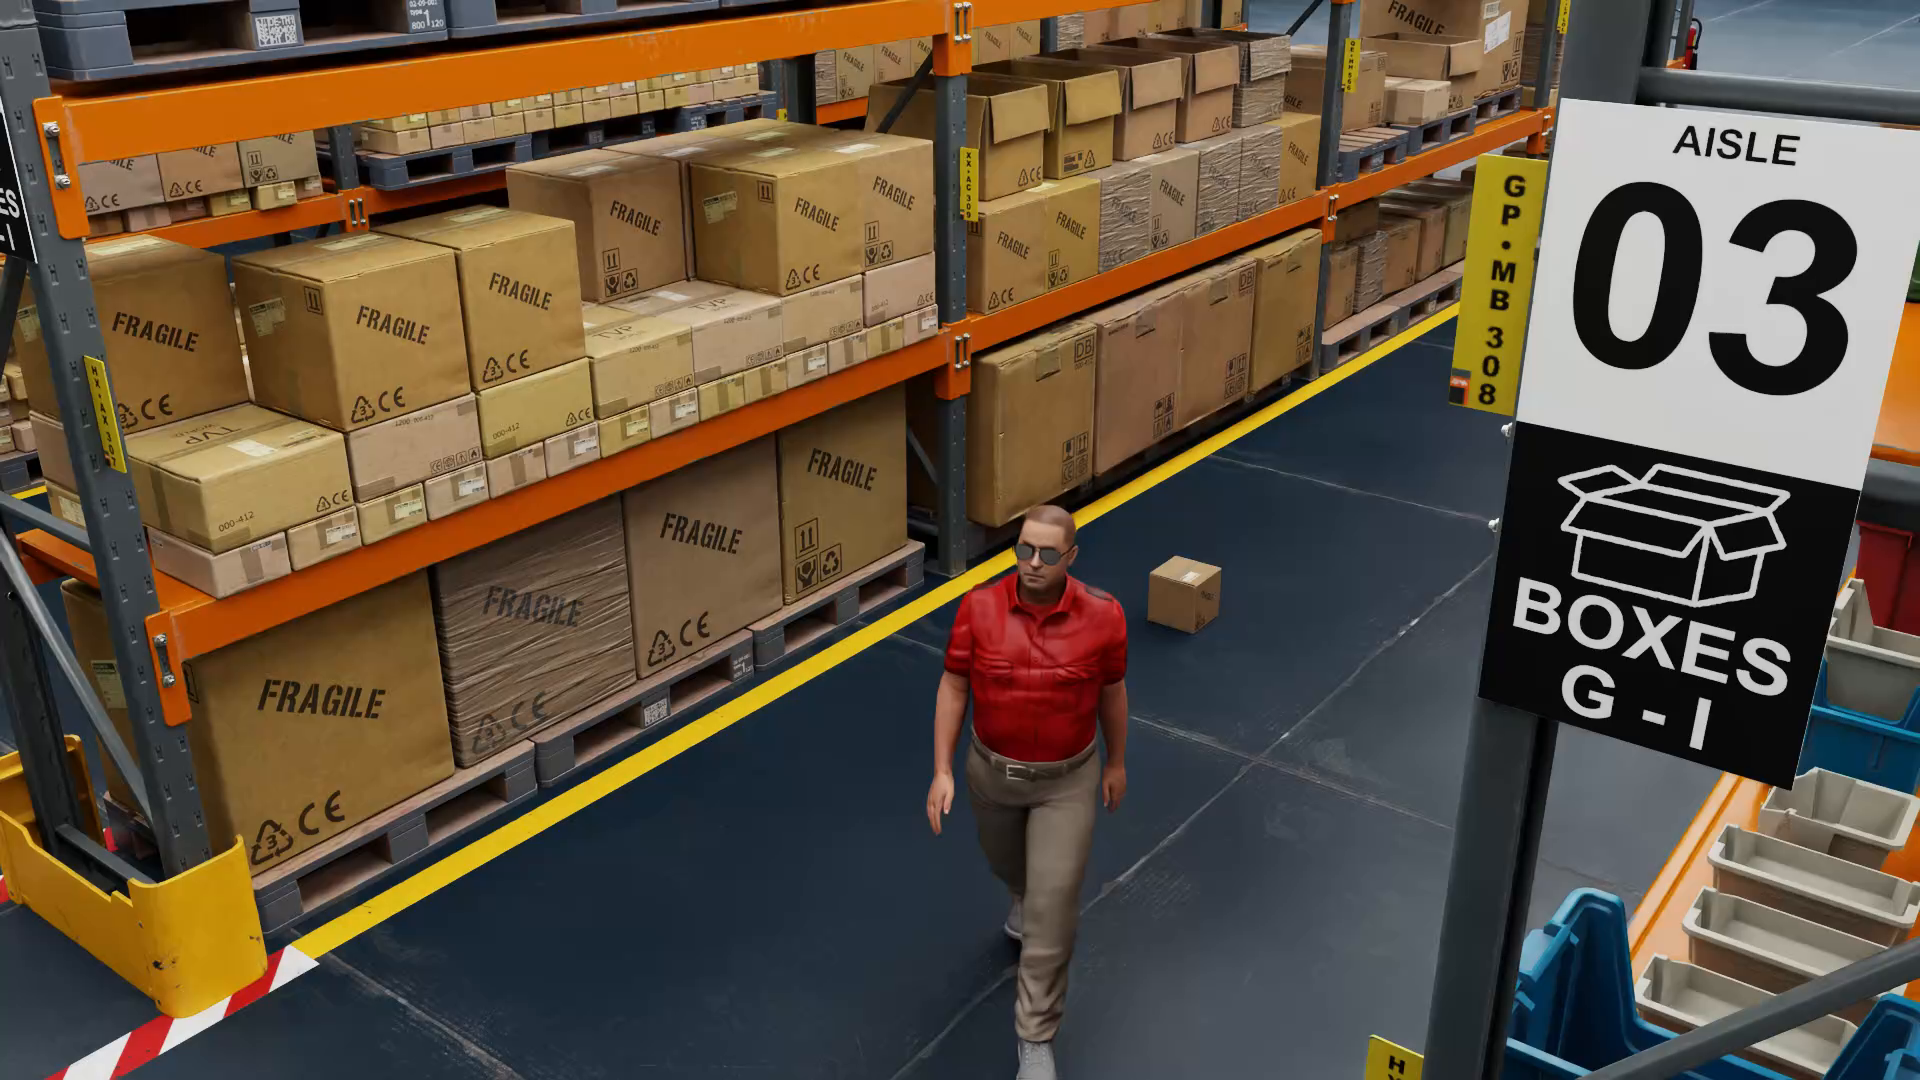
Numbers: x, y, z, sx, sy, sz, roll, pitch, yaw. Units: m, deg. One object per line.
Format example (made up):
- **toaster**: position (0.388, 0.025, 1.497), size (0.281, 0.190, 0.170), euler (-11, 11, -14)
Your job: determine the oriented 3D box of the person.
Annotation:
- **person**: position (0.203, 0.701, 4.998), size (0.561, 1.673, 1.035), euler (5, 24, 12)
